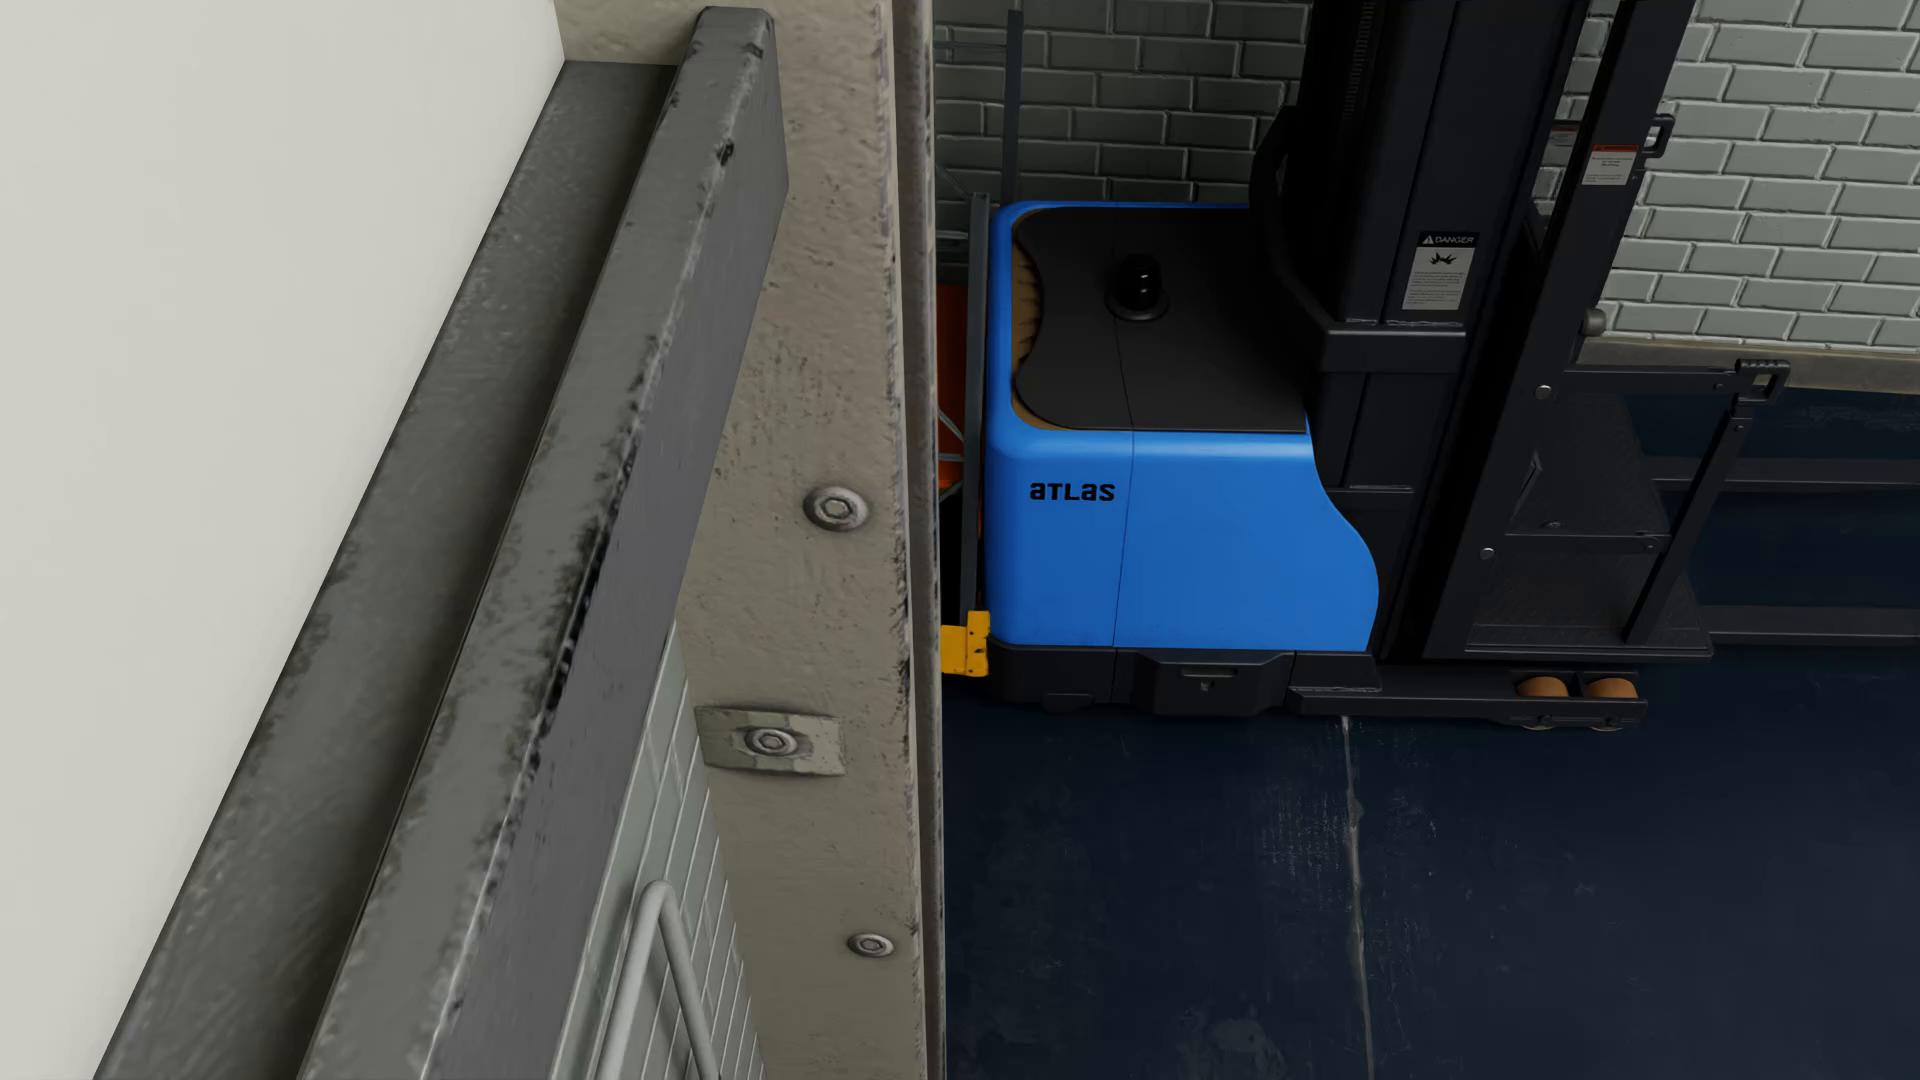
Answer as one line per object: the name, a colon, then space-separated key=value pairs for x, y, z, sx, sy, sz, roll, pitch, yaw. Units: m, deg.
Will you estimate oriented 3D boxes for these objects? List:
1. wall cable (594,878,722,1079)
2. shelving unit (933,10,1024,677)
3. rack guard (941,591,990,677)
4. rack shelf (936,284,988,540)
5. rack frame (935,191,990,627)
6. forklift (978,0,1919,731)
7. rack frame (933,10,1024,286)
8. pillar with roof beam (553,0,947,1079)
wall cable: x=-0.413 y=1.151 z=1.476 sx=0.084 sy=1.984 sz=1.851 roll=4 pitch=48 yaw=4
shelving unit: x=-0.143 y=-0.555 z=4.627 sx=0.587 sy=1.500 sz=1.083 roll=5 pitch=41 yaw=4
rack guard: x=-0.207 y=0.241 z=4.655 sx=0.587 sy=0.250 sz=0.087 roll=5 pitch=41 yaw=4
rack shelf: x=-0.147 y=-0.412 z=4.736 sx=0.538 sy=0.185 sz=1.000 roll=5 pitch=41 yaw=4
rack frame: x=-0.197 y=-0.222 z=4.234 sx=0.500 sy=1.500 sz=0.032 roll=5 pitch=41 yaw=4
forklift: x=1.574 y=-0.843 z=4.035 sx=3.031 sy=2.935 sz=1.130 roll=1 pitch=48 yaw=1
rack frame: x=-0.090 y=-0.876 z=5.005 sx=0.500 sy=1.500 sz=0.032 roll=5 pitch=41 yaw=4
pillar with roof beam: x=4.084 y=-1.279 z=0.322 sx=9.100 sy=9.000 sz=0.400 roll=4 pitch=48 yaw=4
